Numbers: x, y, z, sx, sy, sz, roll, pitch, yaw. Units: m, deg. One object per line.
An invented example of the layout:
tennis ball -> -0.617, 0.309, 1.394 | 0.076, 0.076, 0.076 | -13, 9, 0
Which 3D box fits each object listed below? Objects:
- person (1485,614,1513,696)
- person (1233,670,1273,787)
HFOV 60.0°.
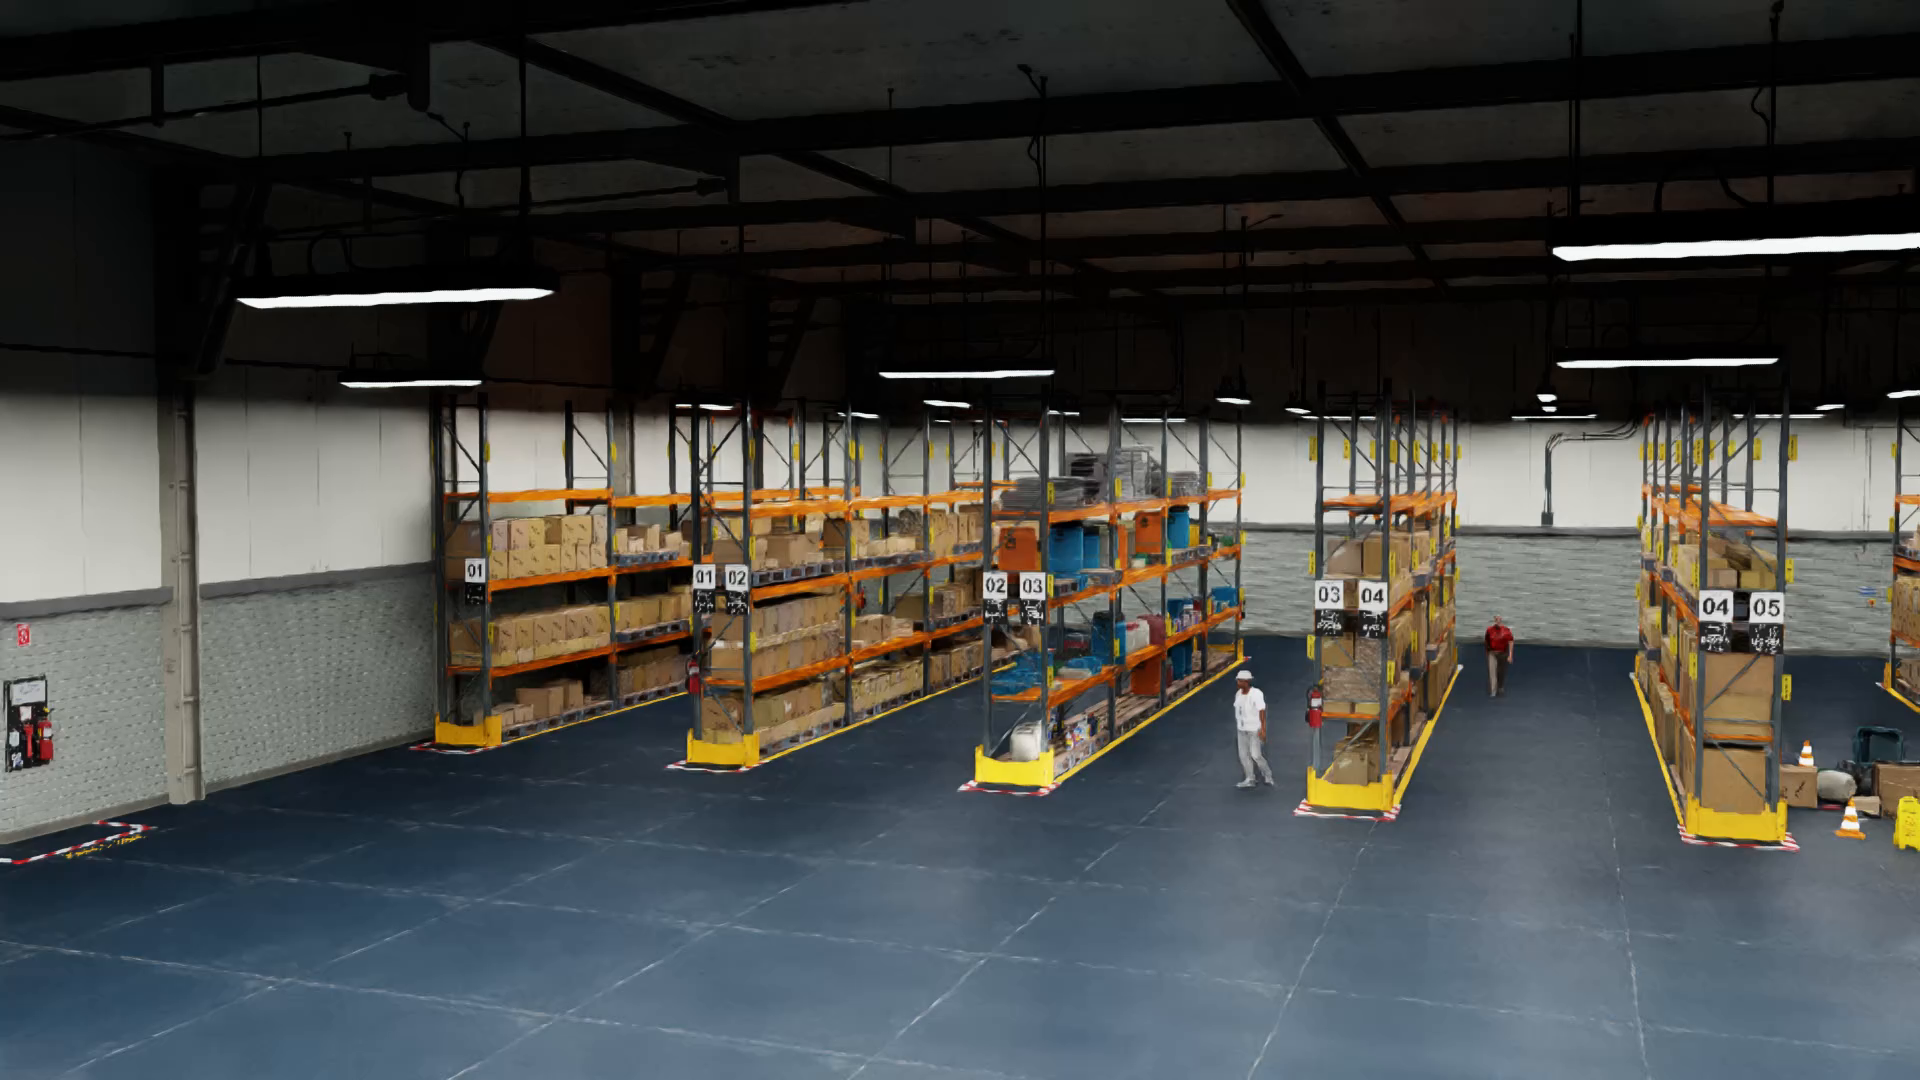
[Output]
person -> 11.035, 2.349, 34.045 | 0.557, 1.669, 1.030 | 1, 3, 18
person -> 4.365, 2.809, 24.812 | 0.566, 1.753, 0.611 | -2, 4, -34
